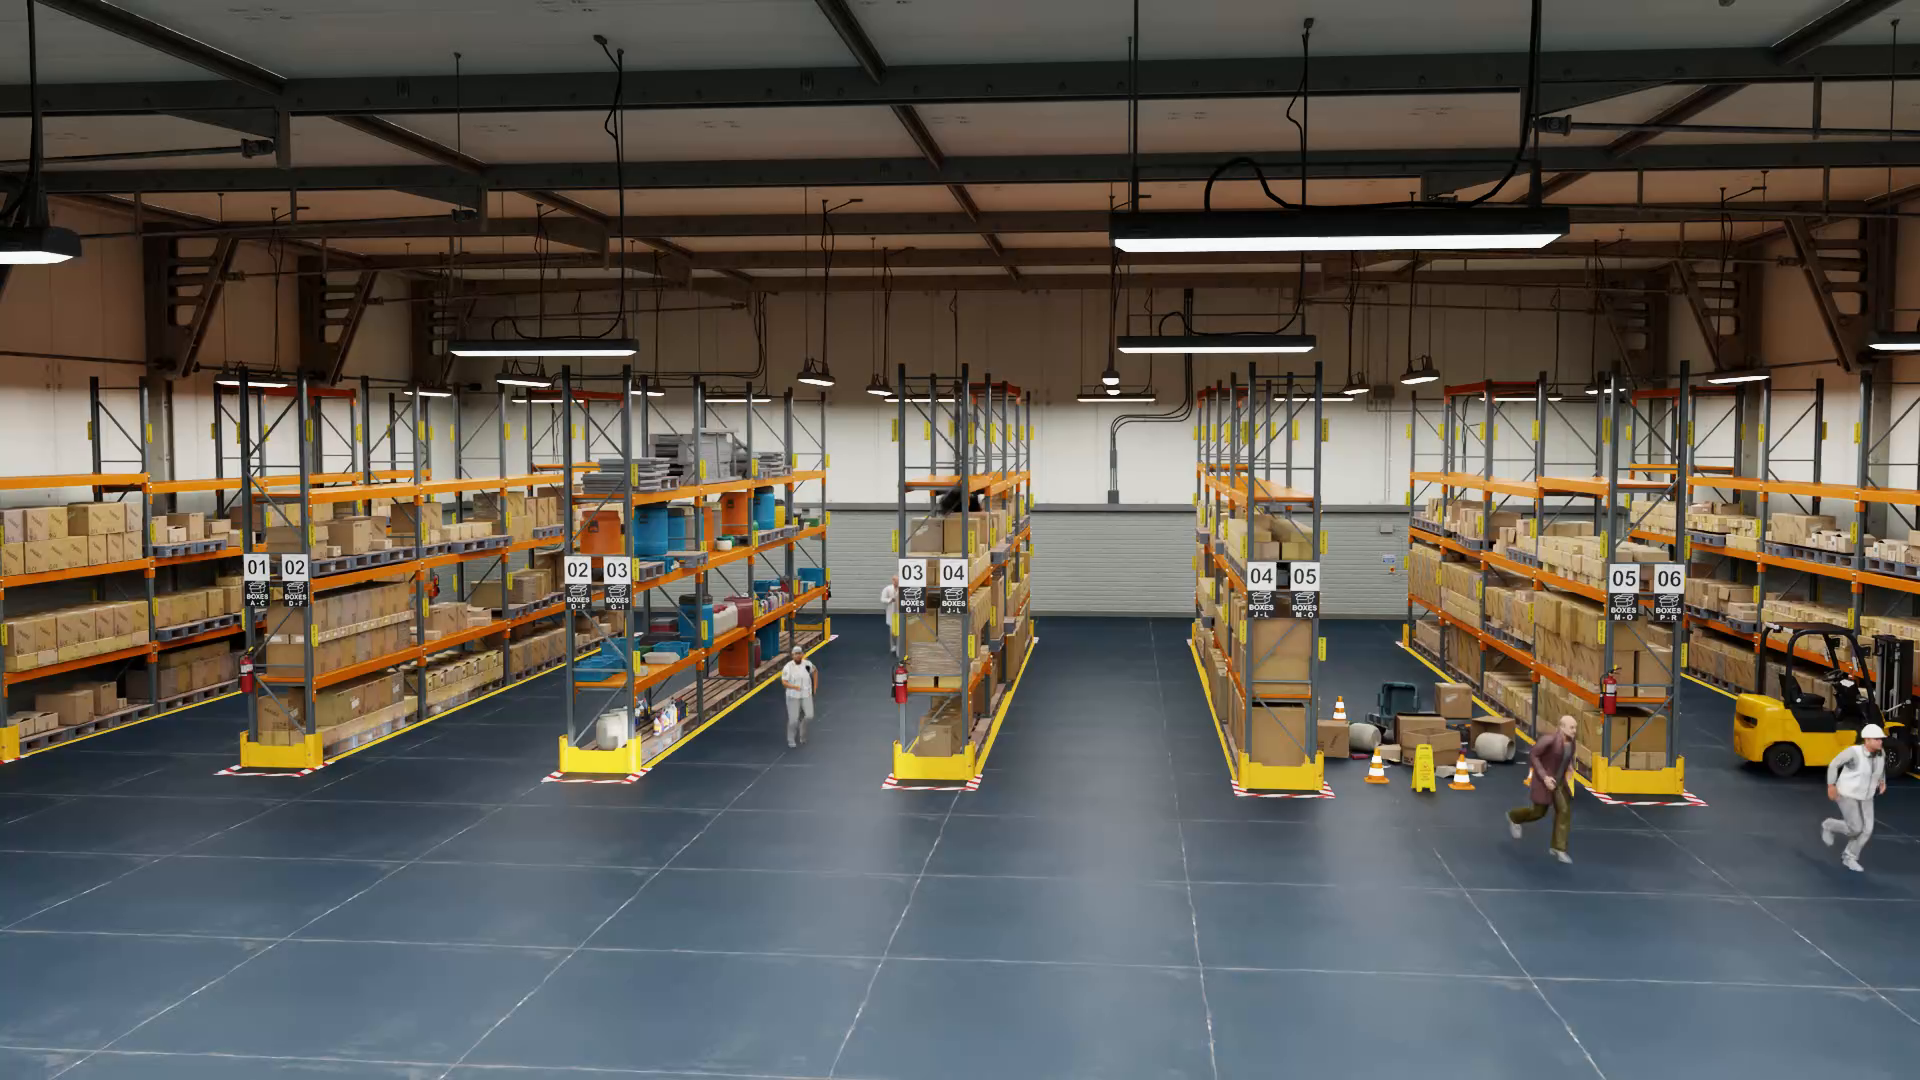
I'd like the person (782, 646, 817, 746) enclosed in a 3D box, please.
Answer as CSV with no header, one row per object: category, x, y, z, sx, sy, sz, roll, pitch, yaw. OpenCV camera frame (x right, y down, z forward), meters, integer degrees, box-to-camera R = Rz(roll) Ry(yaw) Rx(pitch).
person,-2.531,2.487,26.404,0.621,1.622,0.760,-1,4,-16

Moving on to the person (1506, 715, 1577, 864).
person,6.944,2.898,19.805,0.733,1.738,1.047,-2,4,-31

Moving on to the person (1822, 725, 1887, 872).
person,10.322,2.940,19.184,0.653,1.711,0.802,-1,4,-18

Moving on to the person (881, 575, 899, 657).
person,-1.450,1.695,37.573,0.674,1.841,0.951,0,4,-1

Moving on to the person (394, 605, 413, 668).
person,-11.955,1.884,35.486,0.660,1.731,0.765,0,4,-1
